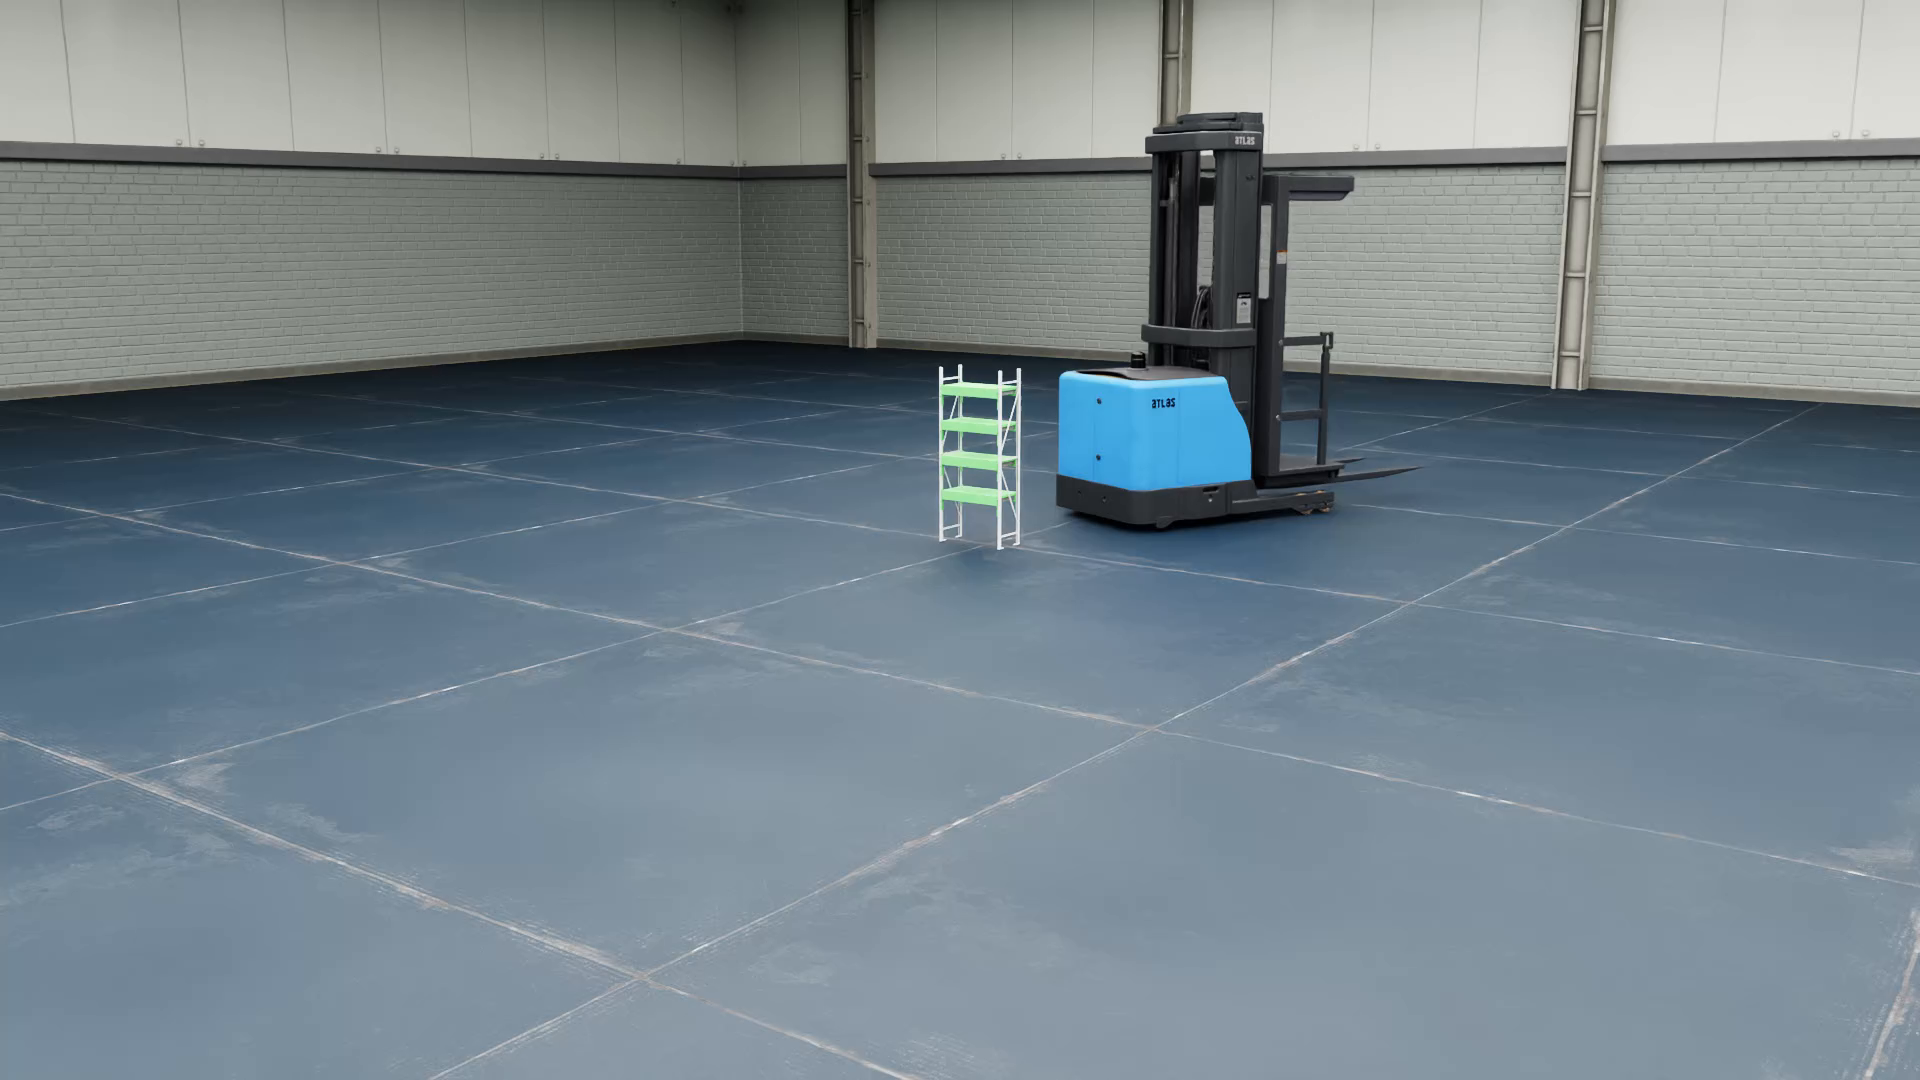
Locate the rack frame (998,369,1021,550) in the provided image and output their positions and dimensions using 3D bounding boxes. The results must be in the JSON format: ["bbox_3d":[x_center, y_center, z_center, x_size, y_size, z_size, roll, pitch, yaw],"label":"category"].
[{"bbox_3d":[0.330,-0.543,11.178,0.015,1.200,0.240,8,13,36],"label":"rack frame"}]

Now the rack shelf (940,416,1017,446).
[{"bbox_3d":[0.133,-0.743,11.286,0.480,0.148,0.258,8,13,36],"label":"rack shelf"}]

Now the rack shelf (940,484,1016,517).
[{"bbox_3d":[0.133,-0.272,11.377,0.480,0.148,0.258,8,13,36],"label":"rack shelf"}]

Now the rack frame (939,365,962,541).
[{"bbox_3d":[-0.063,-0.598,11.461,0.015,1.200,0.240,8,13,36],"label":"rack frame"}]

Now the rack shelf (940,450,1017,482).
[{"bbox_3d":[0.133,-0.508,11.332,0.480,0.148,0.258,8,13,36],"label":"rack shelf"}]

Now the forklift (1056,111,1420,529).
[{"bbox_3d":[2.245,-1.706,12.629,3.031,2.935,1.130,-7,13,-31],"label":"forklift"}]

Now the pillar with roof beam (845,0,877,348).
[{"bbox_3d":[-4.222,-7.097,24.524,0.400,9.000,9.100,8,13,36],"label":"pillar with roof beam"}]

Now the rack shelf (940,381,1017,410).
[{"bbox_3d":[0.133,-0.979,11.240,0.480,0.148,0.258,8,13,36],"label":"rack shelf"}]

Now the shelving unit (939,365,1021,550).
[{"bbox_3d":[0.133,-0.570,11.320,0.503,1.200,0.258,8,13,36],"label":"shelving unit"}]

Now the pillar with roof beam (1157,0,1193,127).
[{"bbox_3d":[0.614,-6.423,21.037,0.400,9.000,9.100,8,13,36],"label":"pillar with roof beam"}]

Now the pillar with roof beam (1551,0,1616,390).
[{"bbox_3d":[5.450,-5.748,17.550,0.400,9.000,9.100,8,13,36],"label":"pillar with roof beam"}]
